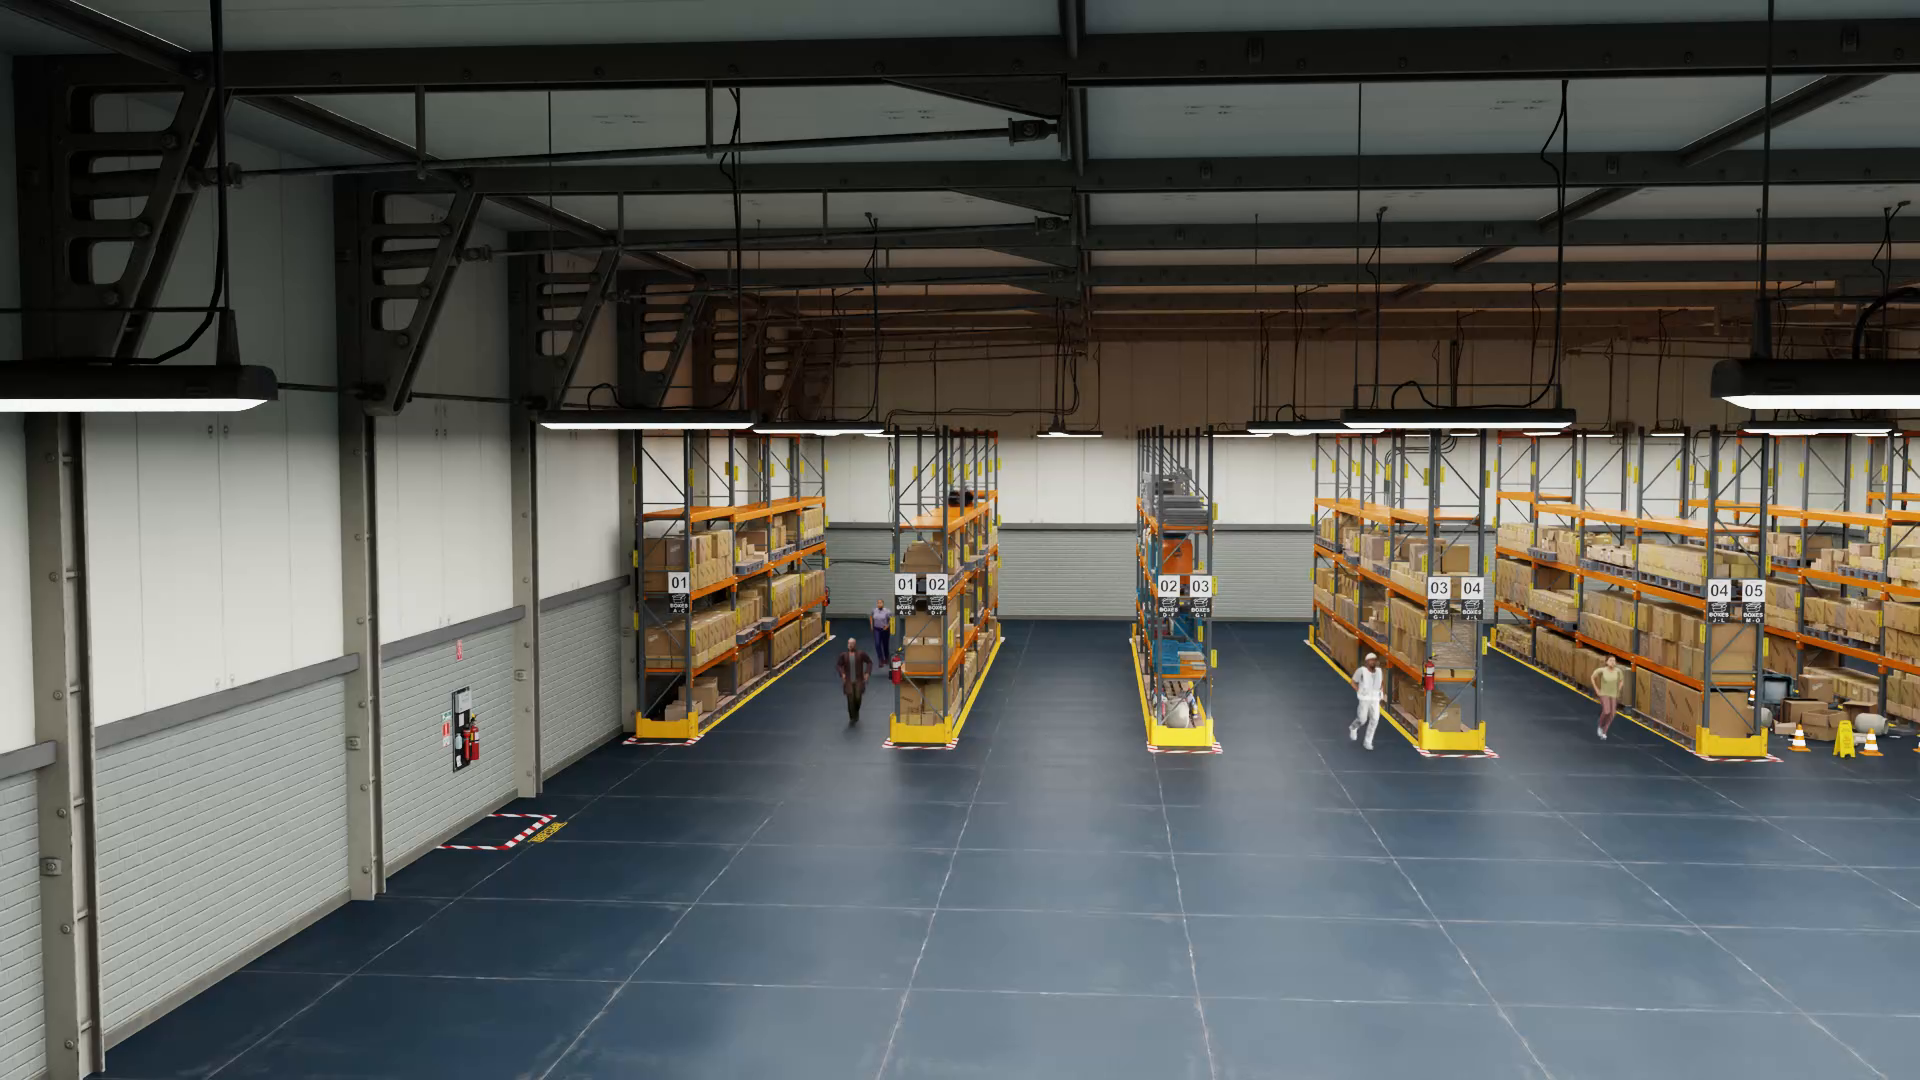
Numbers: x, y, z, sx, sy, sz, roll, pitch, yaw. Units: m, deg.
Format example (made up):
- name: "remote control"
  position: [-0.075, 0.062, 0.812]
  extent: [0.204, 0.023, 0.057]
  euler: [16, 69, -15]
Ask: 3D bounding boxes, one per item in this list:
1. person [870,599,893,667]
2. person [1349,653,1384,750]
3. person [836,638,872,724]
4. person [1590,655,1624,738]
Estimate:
- name: "person"
  position: [-1.902, 2.245, 40.368]
  extent: [0.630, 1.645, 0.845]
  euler: [0, 3, 8]
- name: "person"
  position: [7.625, 2.985, 31.073]
  extent: [0.699, 1.767, 0.789]
  euler: [-1, 3, -10]
- name: "person"
  position: [-2.143, 2.847, 33.409]
  extent: [0.721, 1.738, 0.578]
  euler: [0, 3, 2]
- name: "person"
  position: [12.386, 2.994, 31.733]
  extent: [0.581, 1.628, 0.581]
  euler: [0, 3, 0]
